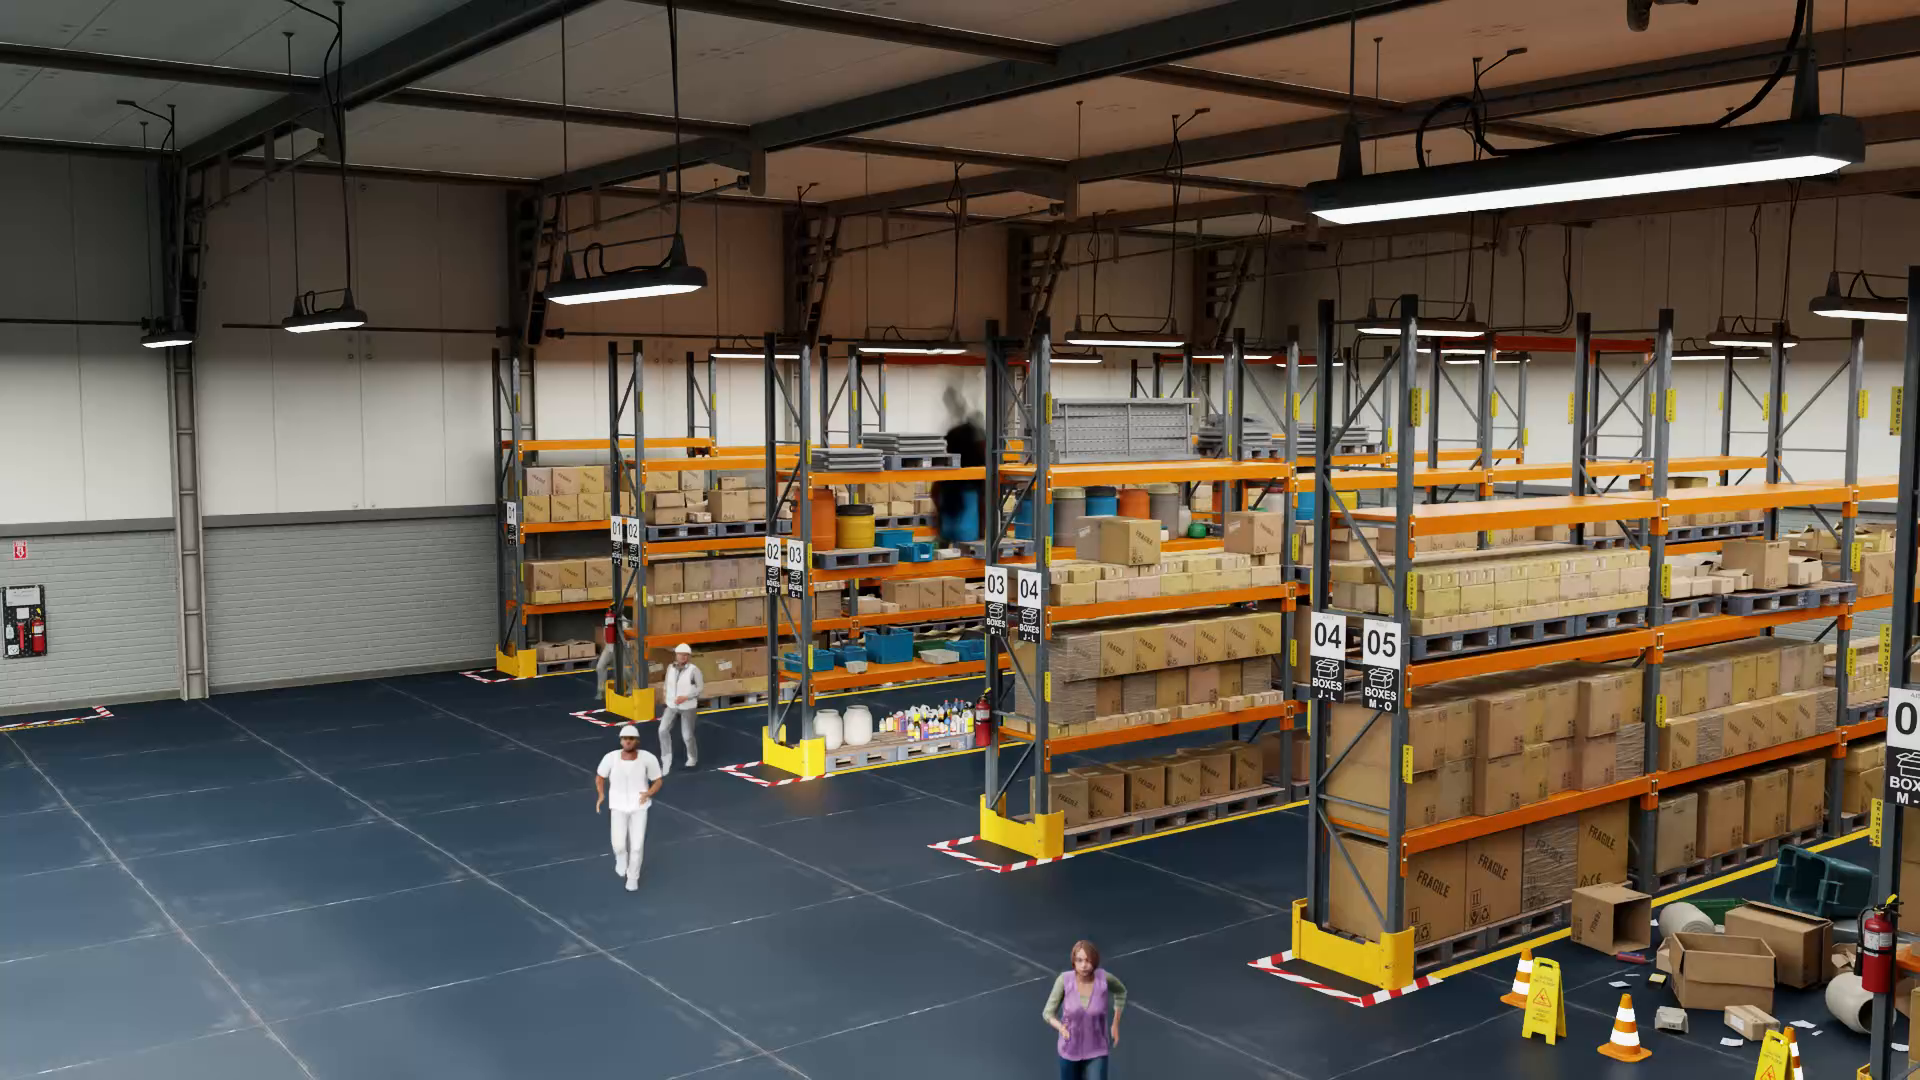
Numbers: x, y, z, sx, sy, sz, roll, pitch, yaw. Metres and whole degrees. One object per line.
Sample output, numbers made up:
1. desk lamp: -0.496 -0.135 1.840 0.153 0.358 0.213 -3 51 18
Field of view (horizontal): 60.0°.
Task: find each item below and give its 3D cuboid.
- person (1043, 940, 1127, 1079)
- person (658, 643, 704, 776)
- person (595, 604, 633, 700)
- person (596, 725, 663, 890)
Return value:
1. person: 0.830 3.423 11.068 0.553 1.630 0.857 1 5 6
2. person: -3.801 2.300 22.738 0.661 1.805 0.717 1 5 15
3. person: -5.782 1.891 28.225 0.771 1.710 0.603 -5 7 -42
4. person: -3.449 2.788 17.323 0.698 1.721 0.578 -1 5 -7
